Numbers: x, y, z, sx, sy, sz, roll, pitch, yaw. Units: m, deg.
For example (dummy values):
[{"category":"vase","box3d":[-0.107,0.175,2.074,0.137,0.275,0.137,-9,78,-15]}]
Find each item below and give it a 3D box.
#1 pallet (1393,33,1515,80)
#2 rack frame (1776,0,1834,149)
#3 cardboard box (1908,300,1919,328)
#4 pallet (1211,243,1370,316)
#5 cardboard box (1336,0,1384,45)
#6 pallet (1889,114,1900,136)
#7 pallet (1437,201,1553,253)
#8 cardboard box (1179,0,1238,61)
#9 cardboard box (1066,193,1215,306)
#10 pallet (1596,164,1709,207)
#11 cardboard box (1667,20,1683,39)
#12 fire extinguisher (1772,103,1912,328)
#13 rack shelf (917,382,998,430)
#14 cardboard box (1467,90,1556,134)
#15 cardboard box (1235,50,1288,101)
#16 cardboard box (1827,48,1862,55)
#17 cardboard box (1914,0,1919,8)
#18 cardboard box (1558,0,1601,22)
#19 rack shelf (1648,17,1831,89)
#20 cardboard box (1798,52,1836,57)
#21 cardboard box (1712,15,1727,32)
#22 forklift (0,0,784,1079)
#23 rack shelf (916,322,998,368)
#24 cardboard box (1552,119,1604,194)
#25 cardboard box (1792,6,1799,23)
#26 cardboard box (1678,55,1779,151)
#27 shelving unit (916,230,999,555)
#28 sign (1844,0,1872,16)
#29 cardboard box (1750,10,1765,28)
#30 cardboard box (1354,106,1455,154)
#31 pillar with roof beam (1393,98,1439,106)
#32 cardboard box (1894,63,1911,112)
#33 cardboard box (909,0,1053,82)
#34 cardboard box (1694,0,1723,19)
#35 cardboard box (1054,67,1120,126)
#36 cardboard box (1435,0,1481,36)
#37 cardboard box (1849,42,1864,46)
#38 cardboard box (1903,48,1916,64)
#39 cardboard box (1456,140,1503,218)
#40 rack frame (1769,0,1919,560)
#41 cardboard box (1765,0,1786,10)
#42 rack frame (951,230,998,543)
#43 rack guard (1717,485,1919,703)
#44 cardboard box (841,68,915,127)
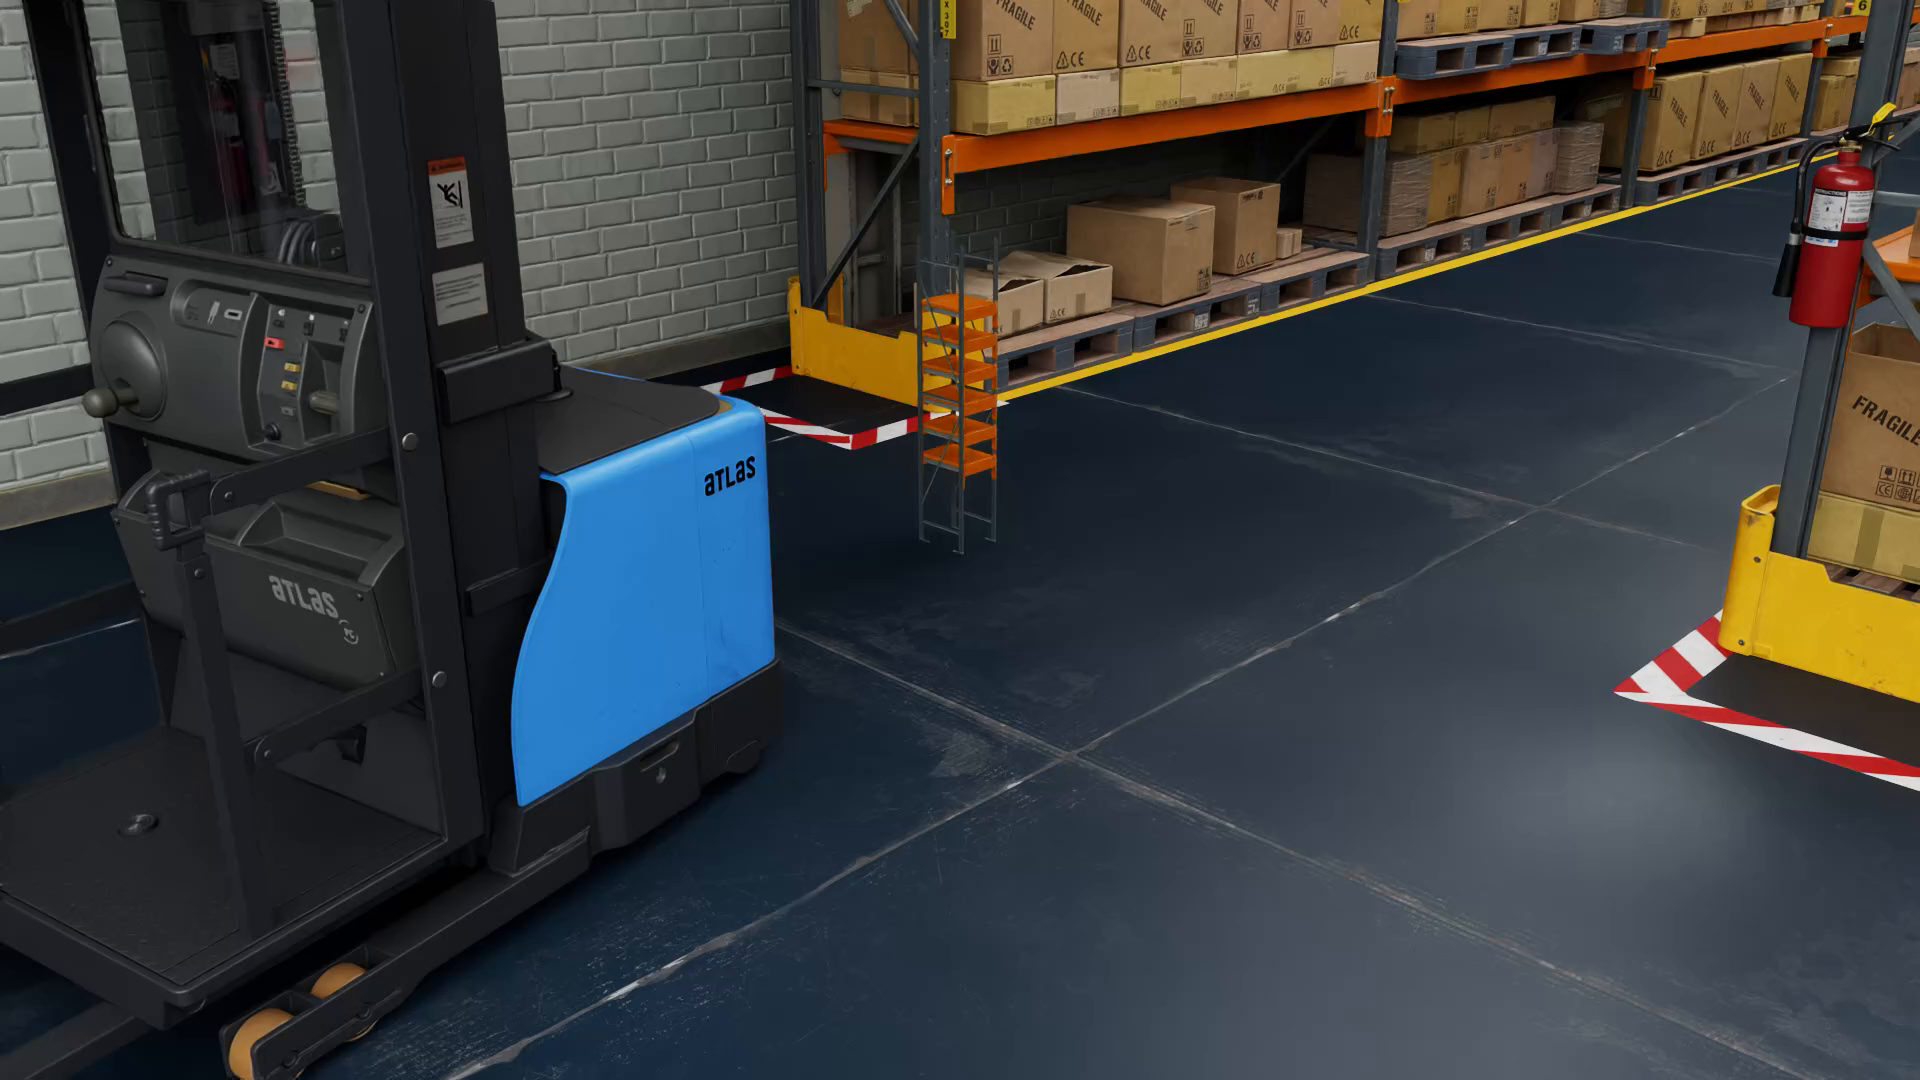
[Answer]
[{"category":"pallet","box3d":[2.981,-3.285,11.208,1.003,0.211,1.213,19,28,41]},{"category":"rack frame","box3d":[7.925,-5.271,16.108,1.000,3.000,0.127,19,28,41]},{"category":"cardboard box","box3d":[3.953,-0.683,6.373,0.500,0.500,0.500,19,28,41]},{"category":"pallet","box3d":[1.901,-1.732,10.785,1.003,0.211,1.213,19,28,41]},{"category":"cardboard box","box3d":[2.236,-3.305,10.129,0.500,0.500,0.500,19,28,41]},{"category":"pallet","box3d":[9.362,-4.460,17.885,1.003,0.211,1.213,19,28,41]},{"category":"pallet","box3d":[3.737,-2.429,12.599,1.003,0.211,1.213,19,28,41]},{"category":"cardboard box","box3d":[1.170,-2.915,9.113,0.500,0.500,0.500,-19,28,-40]},{"category":"cardboard box","box3d":[1.046,-1.703,9.695,0.700,0.500,0.500,17,27,37]},{"category":"pallet","box3d":[5.738,-3.125,14.411,1.003,0.211,1.213,19,28,41]},{"category":"cardboard box","box3d":[5.712,-4.224,13.706,0.250,0.149,0.380,-20,29,-41]},{"category":"fire extinguisher","box3d":[2.690,-0.997,5.096,0.296,0.674,0.183,19,28,41]},{"category":"rack shelf","box3d":[-0.010,-0.515,6.366,0.258,0.103,0.180,19,28,41]},{"category":"cardboard box","box3d":[4.227,-3.303,12.812,0.500,0.250,0.500,-20,28,-41]},{"category":"cardboard box","box3d":[1.537,-2.697,9.592,0.500,0.250,0.500,19,28,40]},{"category":"cardboard box","box3d":[9.538,-5.248,18.043,0.250,0.149,0.380,-20,28,-41]},{"category":"cardboard box","box3d":[9.867,-6.116,17.888,0.980,0.700,0.700,19,28,40]},{"category":"cardboard box","box3d":[4.443,-4.221,12.623,0.700,0.500,0.500,16,26,36]},{"category":"rack shelf","box3d":[6.530,-4.421,14.899,1.077,0.370,4.000,19,28,41]},{"category":"cardboard box","box3d":[9.003,-5.051,17.529,0.380,0.149,0.250,20,28,41]},{"category":"cardboard box","box3d":[6.408,-4.499,14.422,0.250,0.149,0.380,-20,28,-41]},{"category":"forklift","box3d":[-1.733,-0.391,3.507,1.130,2.935,3.031,13,24,30]},{"category":"rack shelf","box3d":[-0.010,-0.739,6.279,0.258,0.103,0.180,19,28,41]},{"category":"cardboard box","box3d":[4.669,-3.083,13.287,0.500,0.500,0.700,-20,29,-41]},{"category":"cardboard box","box3d":[7.520,-4.879,15.411,0.250,0.149,0.380,-19,28,-40]},{"category":"cardboard box","box3d":[6.947,-4.035,15.302,0.750,0.750,0.750,-19,28,-40]},{"category":"shelving unit","box3d":[-0.010,-0.556,6.350,0.258,1.200,0.189,19,28,41]},{"category":"sign","box3d":[2.726,-1.738,4.971,0.100,0.325,0.005,19,28,41]},{"category":"cardboard box","box3d":[6.974,-4.690,14.918,0.380,0.149,0.250,18,28,39]},{"category":"cardboard box","box3d":[3.150,-2.911,11.792,0.500,0.250,0.500,19,28,40]},{"category":"pillar with roof beam","box3d":[6.692,-5.848,9.247,9.100,9.000,0.400,19,28,41]},{"category":"cardboard box","box3d":[9.950,-4.995,18.288,0.700,0.500,0.500,19,28,40]},{"category":"cardboard box","box3d":[0.102,-2.523,8.095,0.500,0.500,0.500,19,28,41]},{"category":"cardboard box","box3d":[6.029,-4.631,13.860,0.500,0.500,0.500,-19,28,-40]},{"category":"cardboard box","box3d":[0.473,-2.309,8.582,0.500,0.250,0.500,18,28,39]},{"category":"cardboard box","box3d":[3.118,-3.731,11.348,0.500,0.500,0.700,-17,27,-37]},{"category":"cardboard box","box3d":[10.242,-5.509,18.720,0.380,0.149,0.250,20,28,41]},{"category":"cardboard box","box3d":[10.162,-5.282,18.130,0.250,0.149,0.380,-19,28,-41]},{"category":"cardboard box","box3d":[3.555,-2.713,12.323,0.700,0.500,0.500,20,28,41]},{"category":"rack frame","box3d":[3.105,-0.948,4.859,1.000,3.000,0.127,19,28,41]},{"category":"cardboard box","box3d":[7.078,-5.024,14.882,0.500,0.500,0.500,19,28,41]},{"category":"rack frame","box3d":[0.054,-0.580,6.411,0.240,1.200,0.006,19,28,41]},{"category":"rack guard","box3d":[3.089,0.225,5.291,1.175,0.500,0.348,19,28,41]},{"category":"cardboard box","box3d":[-0.259,-2.294,8.544,0.500,0.250,0.500,-20,28,-41]}]
